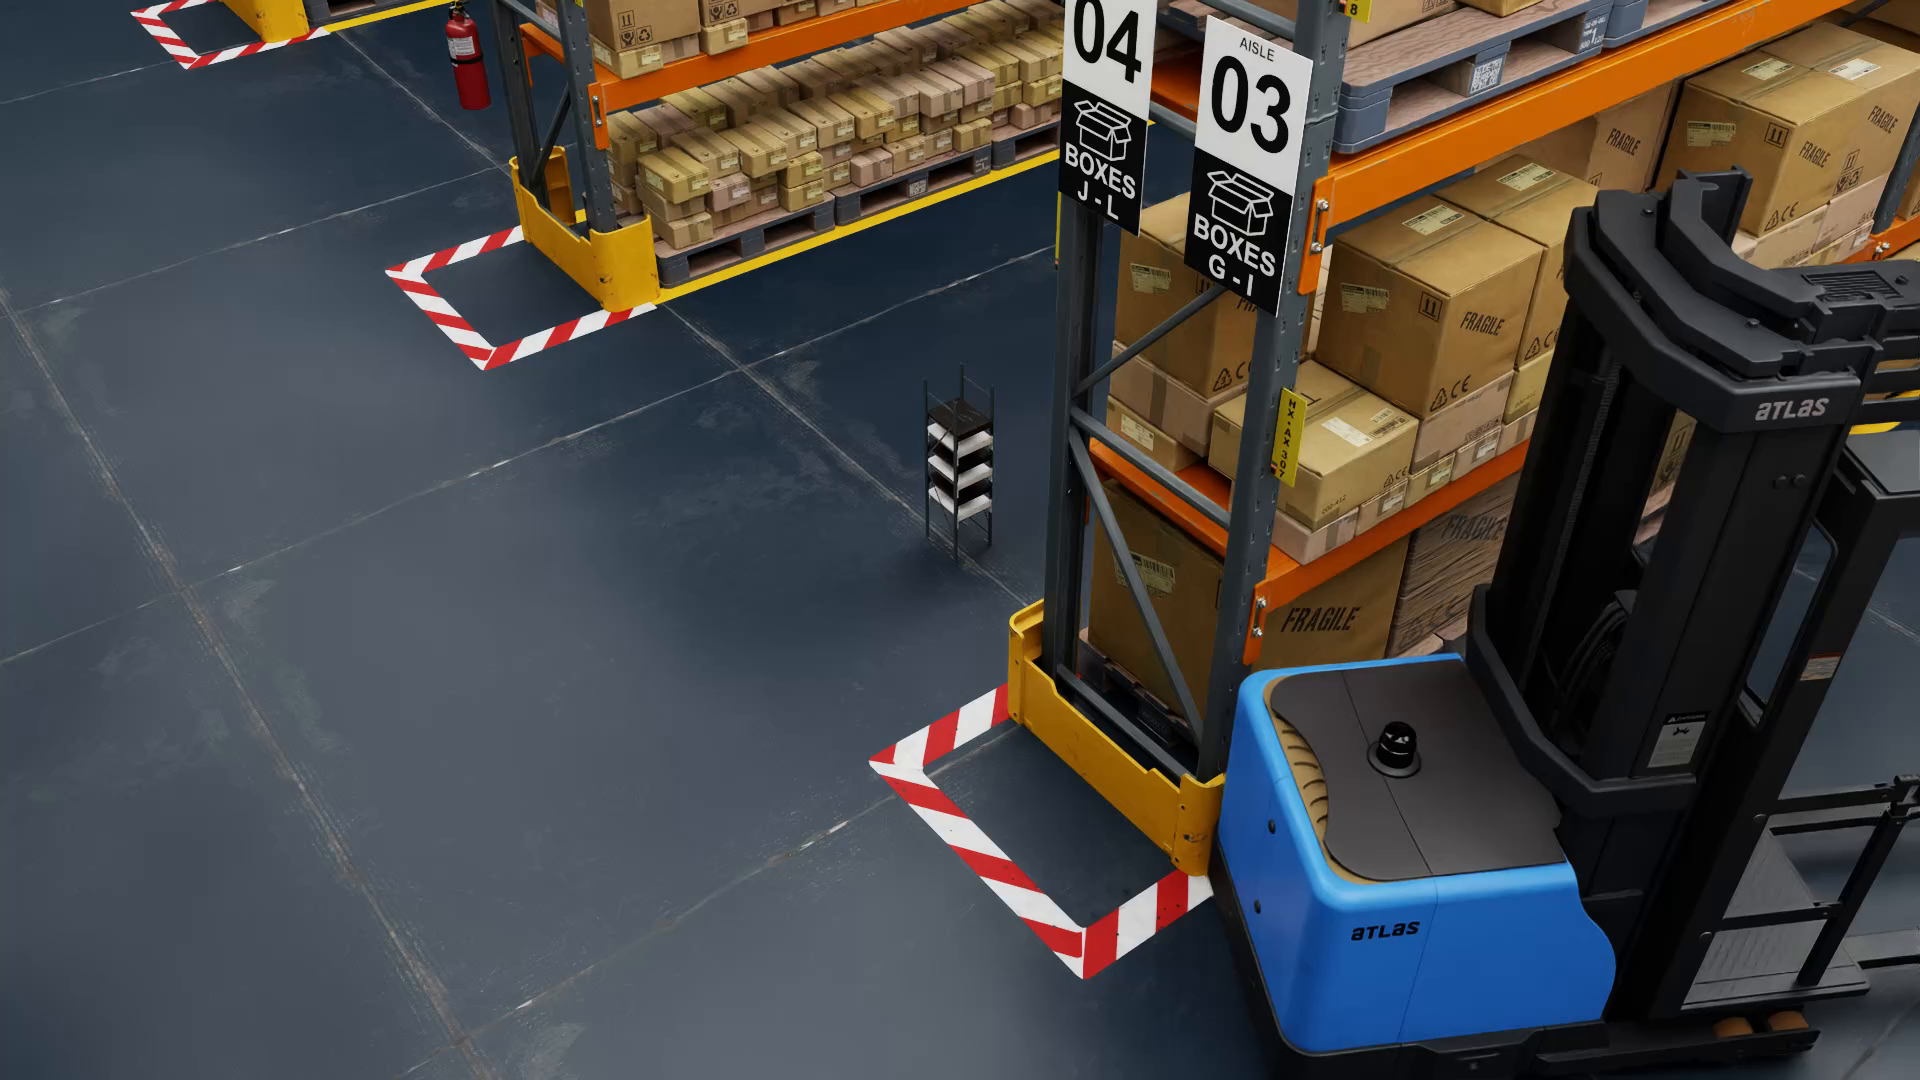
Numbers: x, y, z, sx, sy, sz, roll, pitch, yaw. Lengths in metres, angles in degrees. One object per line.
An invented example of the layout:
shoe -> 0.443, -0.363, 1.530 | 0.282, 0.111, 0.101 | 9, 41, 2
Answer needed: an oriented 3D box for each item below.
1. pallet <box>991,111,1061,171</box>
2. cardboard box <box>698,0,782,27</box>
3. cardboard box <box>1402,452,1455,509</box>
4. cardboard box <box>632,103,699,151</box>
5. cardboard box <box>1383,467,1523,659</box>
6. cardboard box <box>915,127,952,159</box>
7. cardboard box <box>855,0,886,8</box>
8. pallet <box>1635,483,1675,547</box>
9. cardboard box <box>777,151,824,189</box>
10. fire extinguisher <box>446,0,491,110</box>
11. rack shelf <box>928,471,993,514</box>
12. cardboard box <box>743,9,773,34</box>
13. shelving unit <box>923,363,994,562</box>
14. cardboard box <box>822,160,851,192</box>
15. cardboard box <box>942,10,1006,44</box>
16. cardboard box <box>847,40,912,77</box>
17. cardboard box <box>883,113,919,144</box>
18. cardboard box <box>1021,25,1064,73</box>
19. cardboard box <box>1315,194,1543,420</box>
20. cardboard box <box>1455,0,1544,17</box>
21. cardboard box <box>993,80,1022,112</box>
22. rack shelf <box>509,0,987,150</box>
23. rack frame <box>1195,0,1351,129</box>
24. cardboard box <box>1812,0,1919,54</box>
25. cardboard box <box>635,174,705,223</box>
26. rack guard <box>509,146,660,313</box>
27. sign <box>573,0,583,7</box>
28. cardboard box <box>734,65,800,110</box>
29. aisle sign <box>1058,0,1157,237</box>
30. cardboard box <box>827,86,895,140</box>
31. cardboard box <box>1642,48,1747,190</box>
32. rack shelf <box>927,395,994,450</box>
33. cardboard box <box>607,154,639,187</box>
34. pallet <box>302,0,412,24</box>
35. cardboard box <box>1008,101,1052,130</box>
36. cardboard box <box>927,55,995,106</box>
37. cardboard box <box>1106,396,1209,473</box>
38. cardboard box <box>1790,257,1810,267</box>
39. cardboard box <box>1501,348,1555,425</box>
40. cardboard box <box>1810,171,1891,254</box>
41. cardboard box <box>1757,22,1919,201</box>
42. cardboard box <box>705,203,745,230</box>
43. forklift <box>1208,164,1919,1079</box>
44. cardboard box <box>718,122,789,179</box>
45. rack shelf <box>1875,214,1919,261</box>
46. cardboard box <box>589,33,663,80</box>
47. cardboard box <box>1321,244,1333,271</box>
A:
pallet -> 0.403, -2.956, 11.320 | 1.213, 0.211, 1.003 | -26, 46, -28
cardboard box -> -1.324, -3.173, 9.073 | 0.500, 0.500, 0.500 | -26, 46, -28
cardboard box -> 1.573, -0.305, 6.089 | 0.250, 0.149, 0.380 | -27, 47, -29
cardboard box -> -1.758, -2.456, 9.960 | 0.250, 0.149, 0.380 | -25, 46, -27
cardboard box -> 1.865, -0.212, 7.121 | 0.875, 0.875, 0.875 | -26, 46, -28
cardboard box -> -0.258, -2.582, 10.582 | 0.250, 0.149, 0.380 | -25, 46, -27
cardboard box -> -0.595, -3.257, 9.687 | 0.250, 0.149, 0.380 | -24, 45, -27
pallet -> 3.206, -0.445, 8.260 | 1.213, 0.211, 1.003 | -26, 46, -28
cardboard box -> -1.024, -2.275, 9.974 | 0.250, 0.149, 0.380 | -25, 45, -27
fire extinguisher -> -2.738, -2.726, 9.197 | 0.183, 0.674, 0.296 | -26, 46, -28
rack shelf -> -0.006, -0.249, 7.672 | 0.200, 0.077, 0.258 | -26, 46, -28
cardboard box -> -1.256, -2.994, 9.366 | 0.250, 0.149, 0.380 | -24, 45, -26
shelving unit -> -0.006, -0.345, 7.594 | 0.210, 0.900, 0.258 | -26, 46, -28
cardboard box -> -0.883, -2.299, 10.238 | 0.250, 0.149, 0.380 | -26, 46, -28
cardboard box -> 0.090, -3.373, 11.078 | 0.250, 0.149, 0.380 | -27, 46, -29
cardboard box -> -0.521, -3.057, 10.693 | 0.250, 0.149, 0.380 | -28, 47, -30
cardboard box -> -0.462, -2.651, 10.432 | 0.250, 0.149, 0.380 | -24, 45, -26
cardboard box -> 0.612, -3.214, 10.885 | 0.250, 0.149, 0.380 | -25, 46, -28
cardboard box -> 1.626, -0.822, 5.813 | 0.500, 0.500, 0.500 | -27, 47, -29
cardboard box -> 1.584, -2.016, 5.123 | 0.500, 0.500, 0.700 | -28, 47, -30
cardboard box -> 0.191, -2.934, 10.777 | 0.250, 0.149, 0.380 | -26, 46, -28
rack shelf -> -0.672, -3.260, 10.060 | 4.000, 0.370, 1.077 | -26, 46, -28
rack frame -> 0.685, -2.552, 3.899 | 0.127, 3.000, 1.000 | -26, 46, -28
cardboard box -> 4.358, -2.456, 7.642 | 0.637, 0.503, 0.797 | -27, 47, -29
cardboard box -> -1.686, -2.014, 9.656 | 0.250, 0.149, 0.380 | -24, 45, -26
rack guard -> -2.197, -1.828, 9.718 | 0.348, 0.500, 1.175 | -26, 46, -28
sign -> -1.927, -2.827, 8.283 | 0.005, 0.325, 0.100 | -26, 46, -28
cardboard box -> -1.207, -2.820, 10.404 | 0.250, 0.149, 0.380 | -24, 45, -27
aisle sign -> 0.445, -1.360, 5.127 | 0.004, 0.787, 0.394 | -26, 46, -28
cardboard box -> -0.604, -2.606, 10.143 | 0.250, 0.149, 0.380 | -25, 46, -27
cardboard box -> 2.926, -1.882, 7.105 | 0.500, 0.500, 0.500 | -26, 46, -28
rack shelf -> -0.006, -0.528, 7.444 | 0.200, 0.077, 0.258 | -26, 46, -28
cardboard box -> -2.013, -2.288, 9.990 | 0.250, 0.149, 0.380 | -27, 47, -29
pallet -> -4.768, -4.486, 13.186 | 1.213, 0.211, 1.003 | -26, 46, -28
cardboard box -> 0.384, -2.856, 10.916 | 0.250, 0.149, 0.380 | -28, 47, -29
cardboard box -> 0.007, -2.903, 10.504 | 0.250, 0.149, 0.380 | -28, 47, -30
cardboard box -> 0.766, -0.438, 6.251 | 0.250, 0.149, 0.380 | -25, 46, -27
cardboard box -> 3.407, -1.200, 7.179 | 0.250, 0.149, 0.380 | -27, 46, -29
cardboard box -> 2.039, -0.736, 6.299 | 0.500, 0.250, 0.500 | -28, 47, -29
cardboard box -> 3.666, -1.532, 7.270 | 0.500, 0.250, 0.500 | -27, 46, -29
cardboard box -> 3.655, -1.813, 7.021 | 0.500, 0.500, 0.500 | -25, 45, -27
cardboard box -> -1.489, -2.010, 9.885 | 0.250, 0.149, 0.380 | -26, 46, -28
forklift -> 2.487, 0.325, 5.176 | 3.031, 2.935, 1.130 | -5, 40, -6
cardboard box -> -1.212, -2.287, 9.754 | 0.250, 0.149, 0.380 | -26, 46, -28
rack shelf -> 5.442, -2.273, 8.856 | 4.000, 0.370, 1.077 | -26, 46, -28
cardboard box -> -1.801, -2.629, 8.921 | 0.250, 0.149, 0.380 | -26, 46, -28
cardboard box -> 1.713, -1.003, 6.624 | 0.500, 0.250, 0.500 | -28, 47, -29
